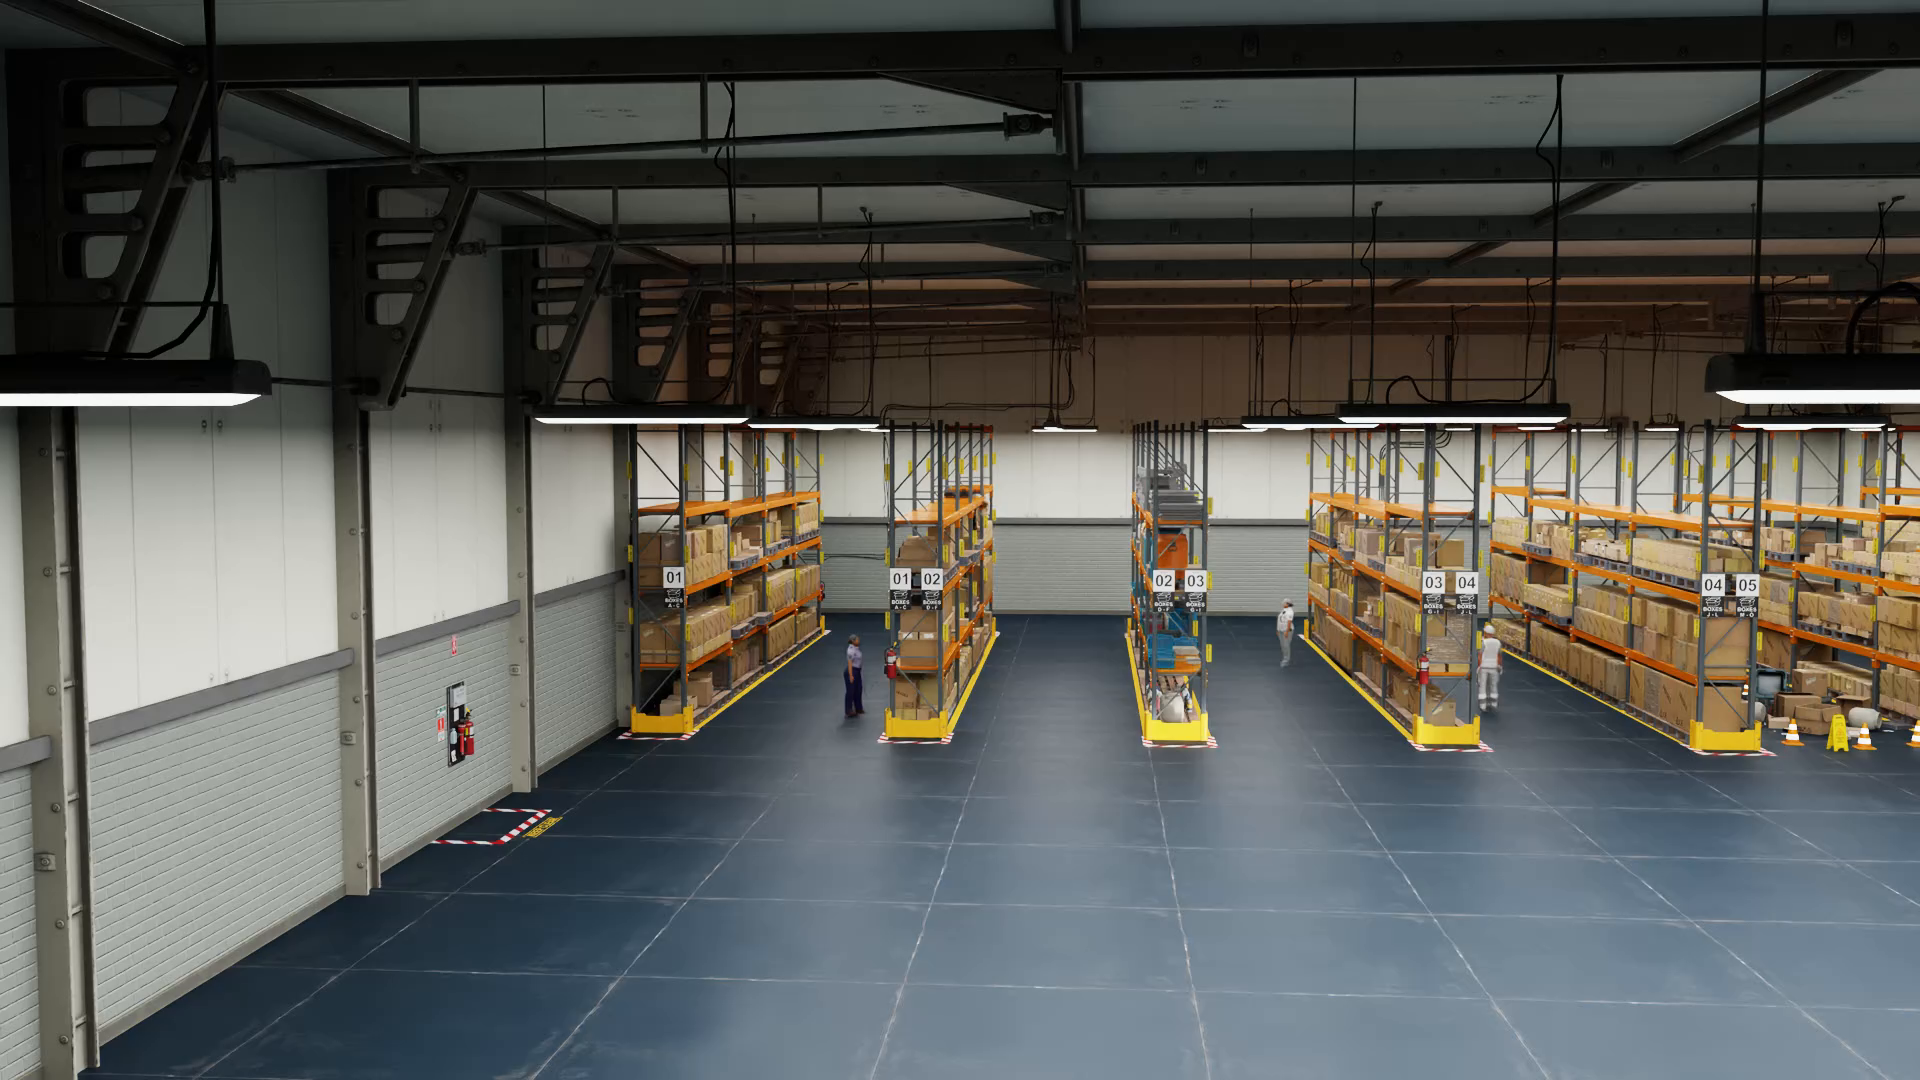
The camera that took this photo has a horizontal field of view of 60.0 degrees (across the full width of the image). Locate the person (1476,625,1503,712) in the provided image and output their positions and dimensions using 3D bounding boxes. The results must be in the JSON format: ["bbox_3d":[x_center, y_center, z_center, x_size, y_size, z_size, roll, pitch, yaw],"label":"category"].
[{"bbox_3d":[10.997,2.645,34.565,0.531,1.784,0.622,1,4,11],"label":"person"}]

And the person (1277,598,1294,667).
[{"bbox_3d":[8.068,2.293,41.331,0.502,1.681,0.491,-2,4,-27],"label":"person"}]

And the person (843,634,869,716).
[{"bbox_3d":[-2.137,2.774,33.987,0.457,1.670,0.540,1,4,10],"label":"person"}]
